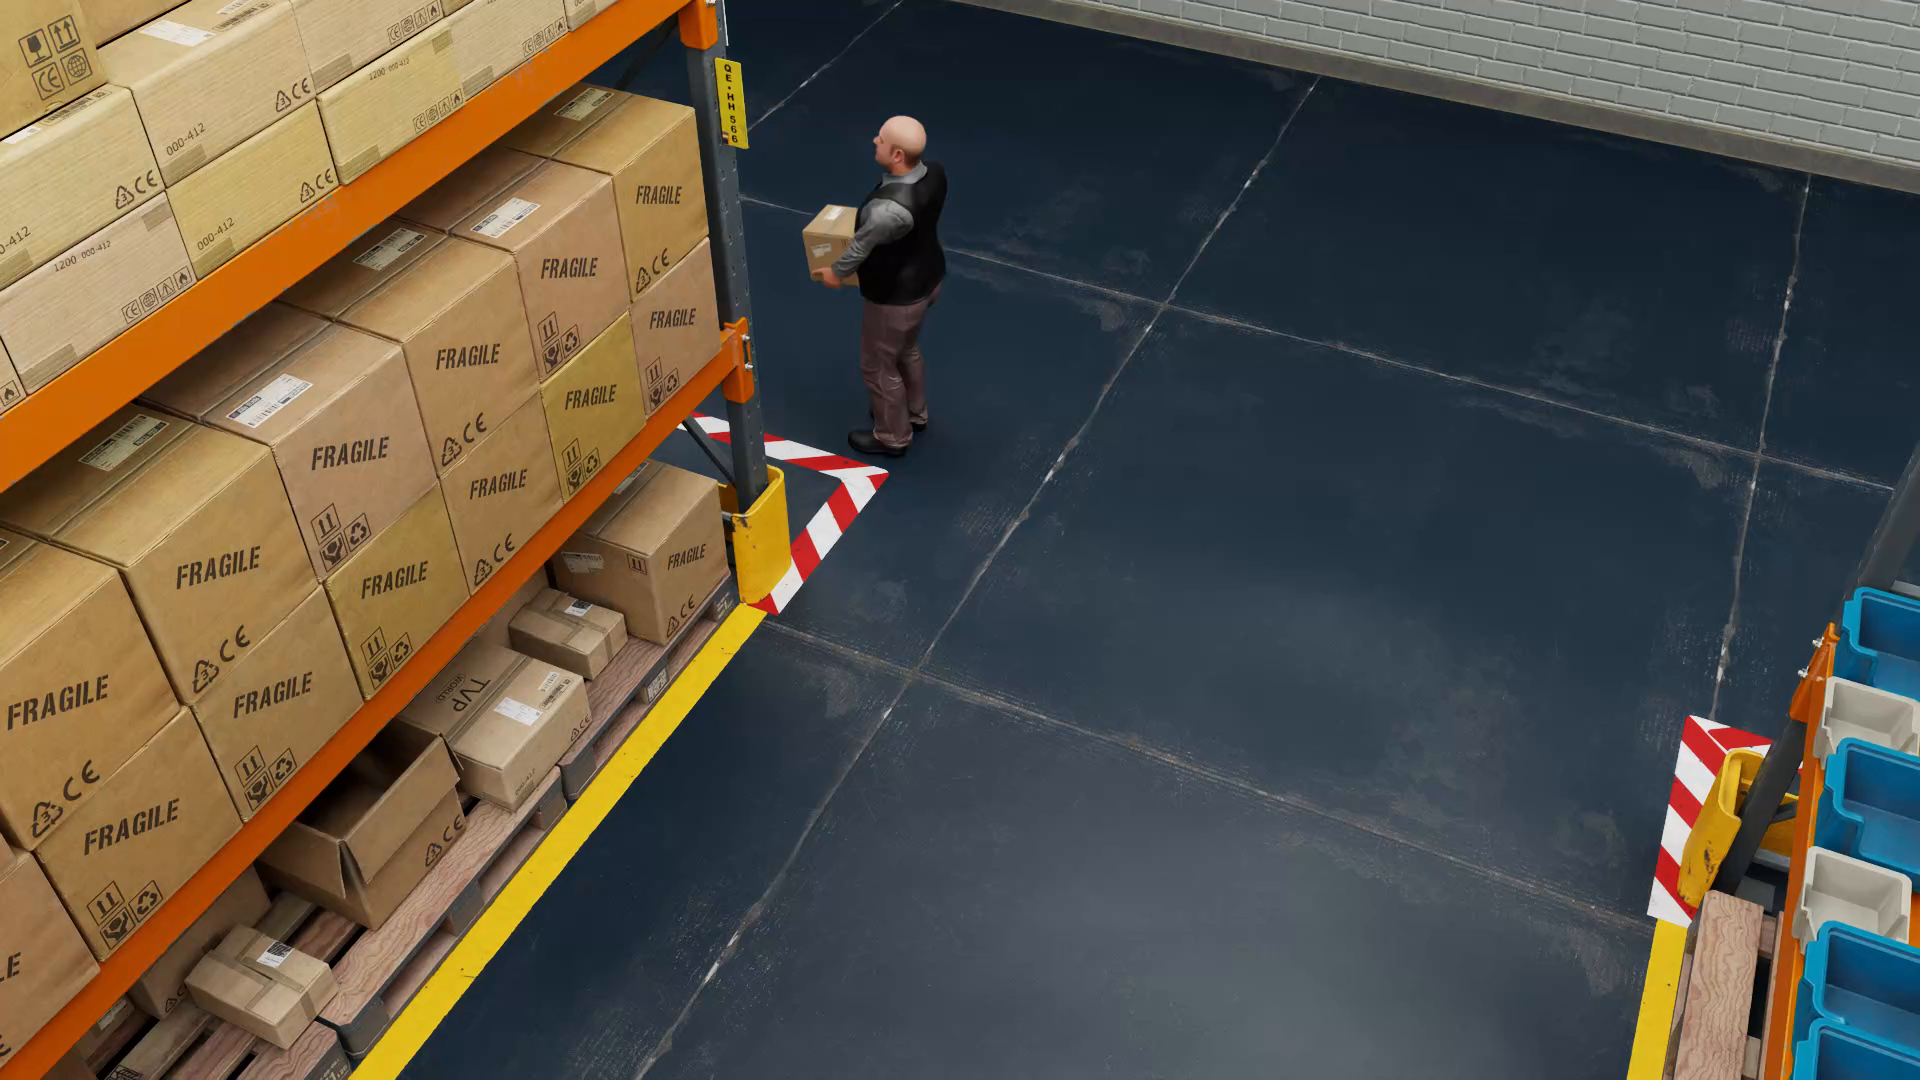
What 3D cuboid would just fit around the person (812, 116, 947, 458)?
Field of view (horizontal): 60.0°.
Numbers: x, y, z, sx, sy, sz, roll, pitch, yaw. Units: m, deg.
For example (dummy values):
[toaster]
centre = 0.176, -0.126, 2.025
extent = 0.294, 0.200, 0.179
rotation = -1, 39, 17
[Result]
[person]
centre = -0.361, -1.137, 7.459
extent = 0.554, 1.716, 0.495
rotation = 16, 44, 17
